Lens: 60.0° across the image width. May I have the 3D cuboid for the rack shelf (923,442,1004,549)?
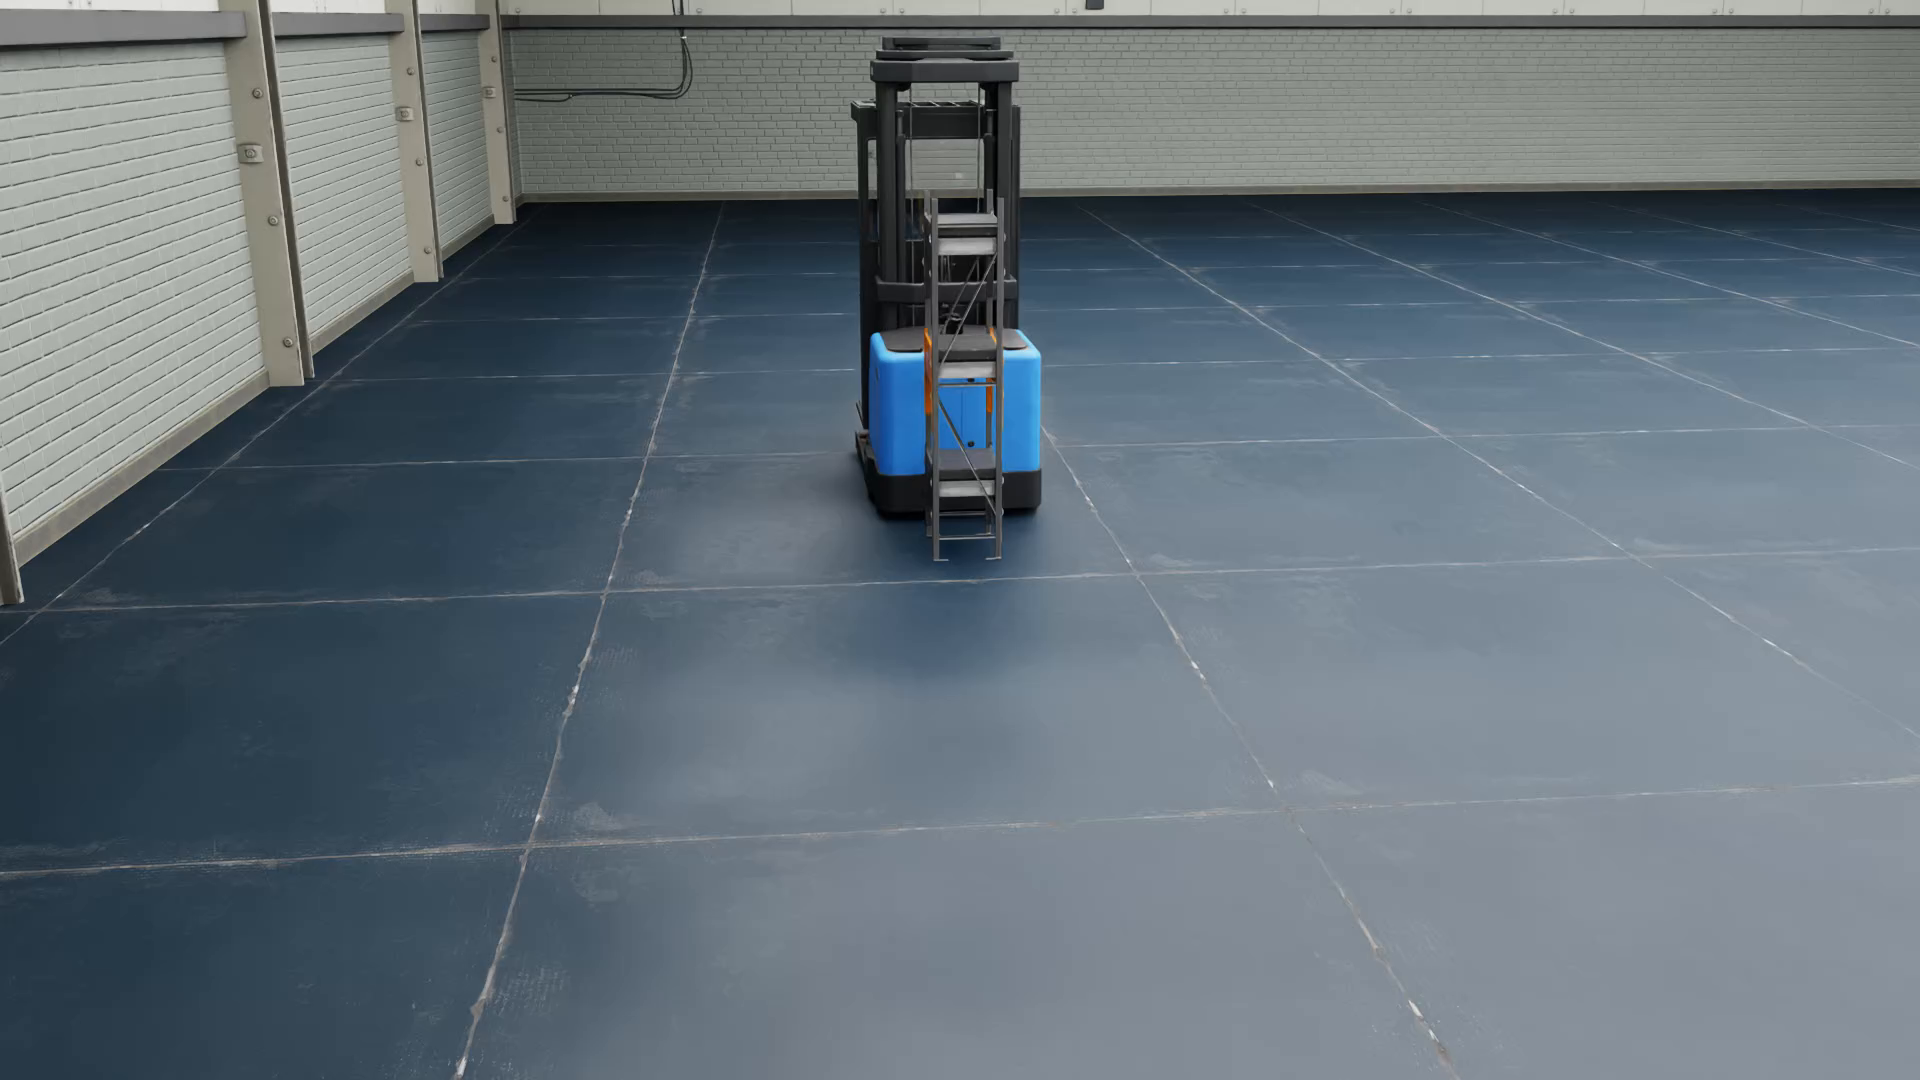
[{"bbox_3d":[0.017,-0.272,9.919,0.431,0.518,0.480,-2,18,-6],"label":"rack shelf"}]

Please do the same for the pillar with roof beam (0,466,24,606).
[{"bbox_3d":[-0.984,-4.034,8.002,9.100,9.000,0.400,-2,18,-6],"label":"pillar with roof beam"}]

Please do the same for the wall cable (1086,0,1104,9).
[{"bbox_3d":[3.333,-12.093,27.996,2.305,6.003,0.169,-2,18,-6],"label":"wall cable"}]

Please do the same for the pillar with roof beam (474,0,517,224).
[{"bbox_3d":[-2.841,-9.396,25.084,9.100,9.000,0.400,-2,18,-6],"label":"pillar with roof beam"}]

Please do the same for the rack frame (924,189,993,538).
[{"bbox_3d":[-0.008,-1.025,9.937,0.400,2.100,0.015,-2,18,-6],"label":"rack frame"}]

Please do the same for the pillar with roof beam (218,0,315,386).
[{"bbox_3d":[-1.603,-5.821,13.696,9.100,9.000,0.400,-2,18,-6],"label":"pillar with roof beam"}]

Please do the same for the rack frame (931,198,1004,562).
[{"bbox_3d":[0.042,-0.880,9.474,0.400,2.100,0.015,-2,18,-6],"label":"rack frame"}]

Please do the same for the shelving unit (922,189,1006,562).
[{"bbox_3d":[0.017,-0.952,9.705,0.431,2.100,0.503,-2,18,-6],"label":"shelving unit"}]

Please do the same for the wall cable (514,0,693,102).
[{"bbox_3d":[-6.112,-8.701,28.051,3.097,2.526,0.112,-2,18,-6],"label":"wall cable"}]

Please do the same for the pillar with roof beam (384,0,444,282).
[{"bbox_3d":[-2.222,-7.609,19.390,9.100,9.000,0.400,-2,18,-6],"label":"pillar with roof beam"}]

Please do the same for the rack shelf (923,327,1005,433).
[{"bbox_3d":[0.017,-0.939,9.710,0.431,0.518,0.480,-2,18,-6],"label":"rack shelf"}]

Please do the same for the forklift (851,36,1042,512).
[{"bbox_3d":[-0.171,-1.969,11.557,1.130,2.935,3.031,-2,18,-7],"label":"forklift"}]

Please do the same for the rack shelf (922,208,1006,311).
[{"bbox_3d":[0.017,-1.607,9.500,0.431,0.518,0.480,-2,18,-6],"label":"rack shelf"}]
